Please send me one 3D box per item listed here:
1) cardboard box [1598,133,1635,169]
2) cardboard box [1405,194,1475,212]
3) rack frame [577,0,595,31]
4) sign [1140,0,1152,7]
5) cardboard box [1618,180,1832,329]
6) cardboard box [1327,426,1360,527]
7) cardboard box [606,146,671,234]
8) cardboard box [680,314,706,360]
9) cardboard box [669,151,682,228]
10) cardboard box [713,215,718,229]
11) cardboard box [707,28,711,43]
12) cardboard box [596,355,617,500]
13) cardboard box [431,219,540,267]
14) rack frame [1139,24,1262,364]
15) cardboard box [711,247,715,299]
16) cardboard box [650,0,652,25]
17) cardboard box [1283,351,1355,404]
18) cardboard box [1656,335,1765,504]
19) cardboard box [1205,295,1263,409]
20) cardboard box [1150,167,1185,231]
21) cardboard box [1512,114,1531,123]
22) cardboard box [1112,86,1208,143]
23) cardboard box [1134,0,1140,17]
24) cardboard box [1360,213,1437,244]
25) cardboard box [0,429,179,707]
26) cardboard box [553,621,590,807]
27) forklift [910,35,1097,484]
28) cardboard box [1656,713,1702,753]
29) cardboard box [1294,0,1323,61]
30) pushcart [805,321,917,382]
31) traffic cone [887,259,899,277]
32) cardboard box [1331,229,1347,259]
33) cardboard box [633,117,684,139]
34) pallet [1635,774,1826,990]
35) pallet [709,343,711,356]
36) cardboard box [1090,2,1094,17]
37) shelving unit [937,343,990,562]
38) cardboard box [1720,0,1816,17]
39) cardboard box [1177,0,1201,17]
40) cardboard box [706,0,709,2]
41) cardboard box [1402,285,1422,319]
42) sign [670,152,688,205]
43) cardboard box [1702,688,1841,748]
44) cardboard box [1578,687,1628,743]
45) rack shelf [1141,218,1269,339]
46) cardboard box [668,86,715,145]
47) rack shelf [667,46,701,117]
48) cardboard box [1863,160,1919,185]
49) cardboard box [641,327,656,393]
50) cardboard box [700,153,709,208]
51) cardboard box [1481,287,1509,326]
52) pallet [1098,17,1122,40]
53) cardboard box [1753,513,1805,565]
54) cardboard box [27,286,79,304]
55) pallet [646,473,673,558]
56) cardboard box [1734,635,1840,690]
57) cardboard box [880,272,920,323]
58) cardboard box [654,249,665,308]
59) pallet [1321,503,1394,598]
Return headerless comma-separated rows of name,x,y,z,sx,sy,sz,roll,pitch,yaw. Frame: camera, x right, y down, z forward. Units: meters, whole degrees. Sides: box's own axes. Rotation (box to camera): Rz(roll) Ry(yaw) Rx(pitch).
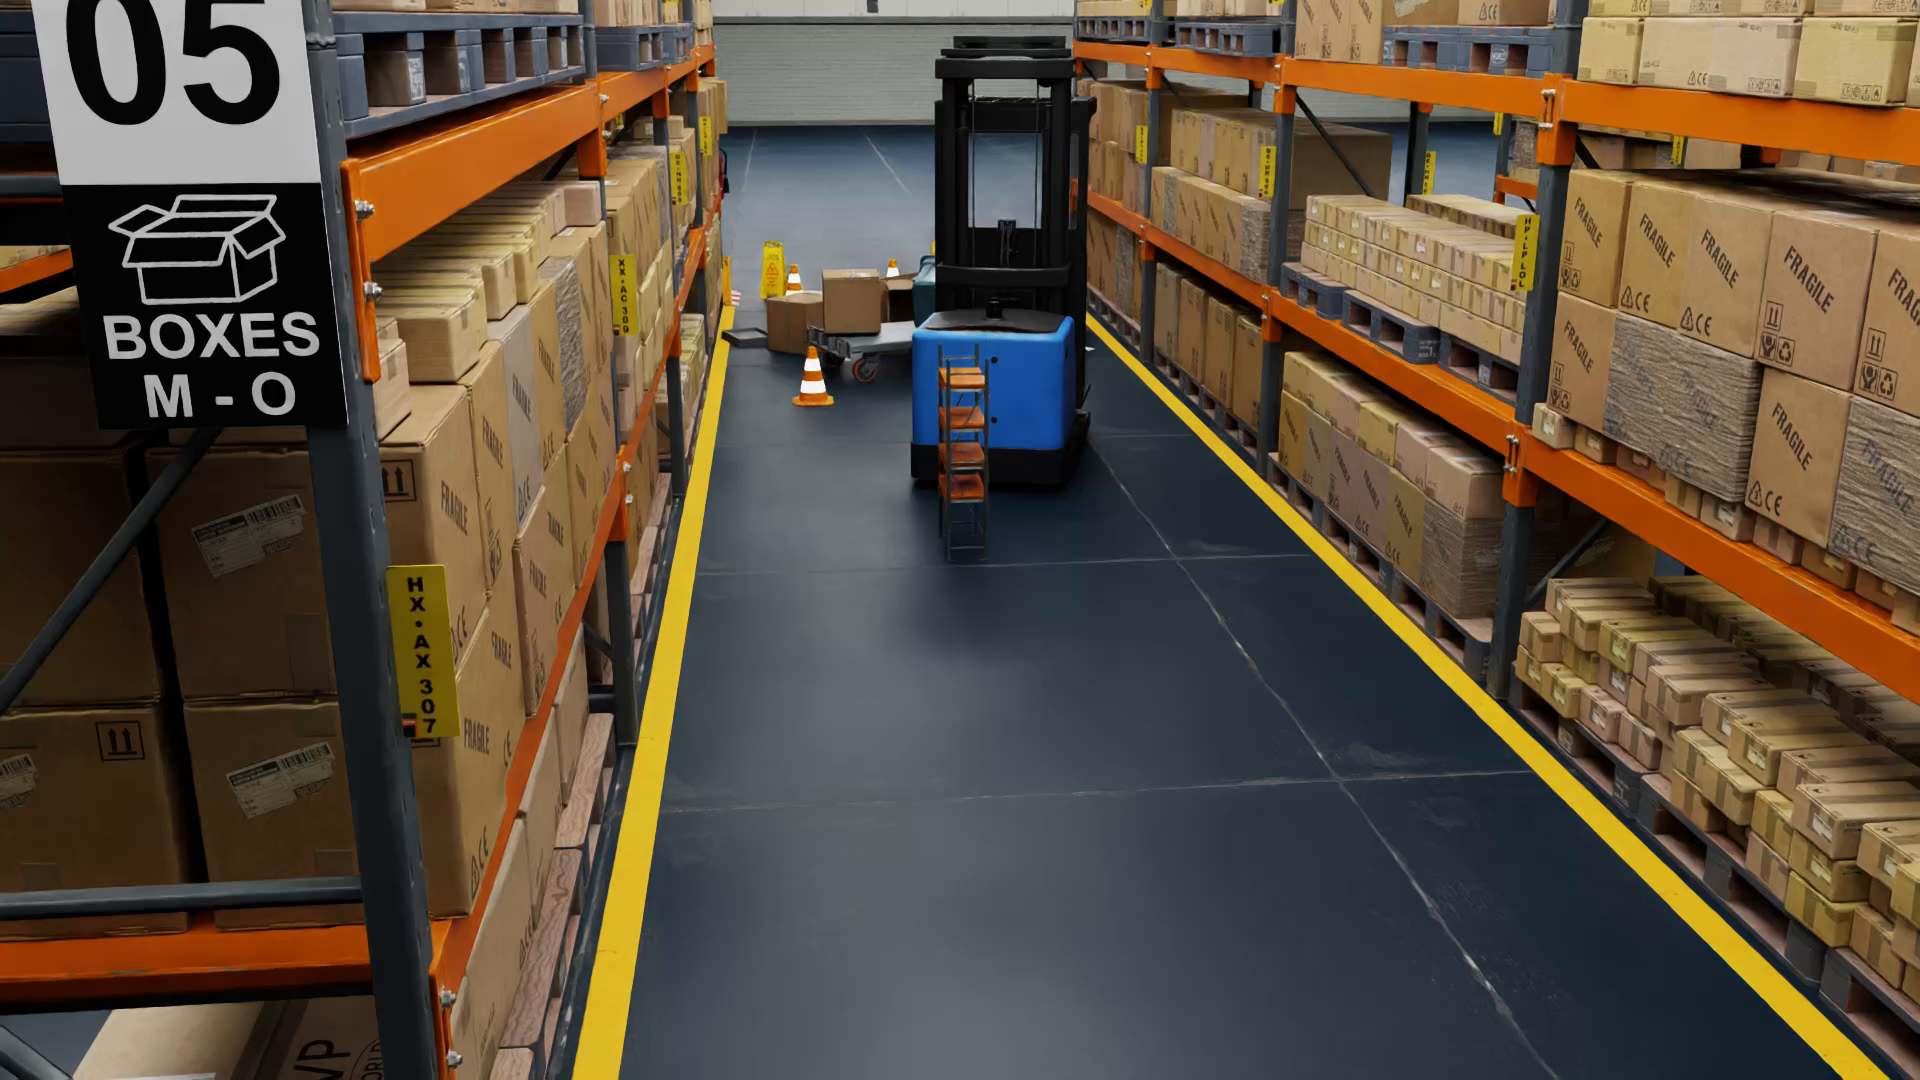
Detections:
cardboard box,6.961,-3.836,16.726,0.875,0.500,0.500,-2,18,-6
cardboard box,3.090,-2.133,10.687,0.380,0.149,0.250,-2,18,-8
rack frame,-1.917,-3.388,5.944,1.000,3.000,0.127,-2,18,-6
sign,1.619,-4.790,14.423,0.100,0.325,0.005,-2,18,-6
cardboard box,2.869,-1.079,6.274,0.500,0.500,0.500,-2,18,-7
cardboard box,2.515,-0.387,9.873,0.500,0.500,0.500,-2,18,-7
cardboard box,-2.017,-2.096,10.009,0.500,0.500,0.500,-2,18,-7
cardboard box,-2.686,-1.699,14.268,0.950,0.372,0.625,-2,17,-5
cardboard box,-2.207,-2.403,11.460,0.500,0.500,0.500,-1,17,-3
cardboard box,-2.686,-3.243,17.055,0.380,0.149,0.250,-1,17,-5
cardboard box,-2.782,-5.241,17.275,0.380,0.149,0.250,-2,18,-5
cardboard box,-1.615,-0.443,6.413,0.500,0.500,0.500,-2,18,-5
cardboard box,-1.500,-0.895,5.100,0.380,0.149,0.250,-2,18,-7
rack frame,2.171,-3.092,15.017,1.000,3.000,0.127,-2,18,-6
cardboard box,-2.602,-2.498,15.764,0.500,0.500,0.500,-1,17,-3
cardboard box,-1.840,-2.885,8.874,0.396,0.266,0.258,-2,18,-7
cardboard box,2.413,-1.053,10.742,0.500,0.250,0.500,-3,18,-8
cardboard box,2.870,-0.444,5.921,0.500,0.500,0.500,-2,18,-7
cardboard box,2.516,-1.472,12.912,1.050,0.750,0.750,-2,17,-5
cardboard box,1.957,-2.975,14.477,0.500,0.500,0.500,-2,17,-5
cardboard box,6.488,-4.901,18.448,0.500,0.500,0.500,-2,18,-6
cardboard box,2.013,-4.273,16.725,0.875,0.550,0.500,-2,18,-6
cardboard box,1.789,-4.825,15.081,0.380,0.149,0.250,-1,17,-5
cardboard box,2.546,-1.808,9.653,0.380,0.149,0.250,-1,17,-3
cardboard box,-1.791,0.005,3.316,0.500,0.500,0.500,-1,17,-4
cardboard box,-1.959,0.687,6.557,0.875,0.438,0.875,-2,18,-6
forklift,0.403,-2.168,12.190,1.130,2.935,3.031,3,18,8
cardboard box,2.921,0.735,6.391,0.380,0.149,0.250,-1,17,-3
cardboard box,2.377,-3.201,10.189,0.500,0.500,0.500,-2,18,-6
pushcart,-0.480,-1.743,15.099,1.648,0.377,0.936,-8,19,-25
traffic cone,-0.759,-2.937,18.761,0.336,0.463,0.334,-2,18,-6
cardboard box,2.494,-1.812,10.163,0.380,0.149,0.250,-2,18,-7
cardboard box,-2.335,-3.192,12.888,0.380,0.149,0.250,-3,18,-8
pallet,3.229,1.185,6.049,1.003,0.211,1.213,-2,18,-6
pallet,-2.847,-1.777,15.486,1.003,0.211,1.213,-2,18,-6
cardboard box,1.553,-5.505,17.247,0.380,0.149,0.250,-2,18,-5
shelving unit,0.017,-0.523,9.840,0.258,1.200,0.503,-2,18,-6
cardboard box,2.892,-1.857,5.491,0.500,0.250,0.500,-1,17,-5
cardboard box,1.985,-4.519,13.913,0.258,0.266,0.396,-2,18,-7
cardboard box,-2.827,-5.701,17.407,0.380,0.149,0.250,-2,18,-5
cardboard box,2.620,-1.289,8.994,0.380,0.149,0.250,-1,17,-3
sign,-1.778,-2.288,10.523,0.100,0.325,0.005,-2,18,-6
cardboard box,2.975,0.668,6.106,0.380,0.149,0.250,-3,18,-8
cardboard box,2.819,0.722,6.929,0.380,0.149,0.250,-2,18,-6
rack shelf,2.377,-2.153,13.227,1.077,0.370,4.000,-2,18,-6
cardboard box,-2.603,-3.866,15.151,0.700,0.500,0.500,-2,18,-5
rack shelf,-2.536,-3.401,12.195,1.077,0.370,4.000,-2,18,-6
cardboard box,7.275,-2.594,12.564,0.700,0.500,0.500,1,17,3
cardboard box,-1.792,-0.900,8.287,0.500,0.250,0.500,-2,18,-6
cardboard box,-2.511,-3.238,14.820,0.500,0.500,0.500,-2,18,-6
cardboard box,2.730,-1.122,7.964,0.380,0.149,0.250,-2,18,-5
pallet,1.974,-5.087,16.514,1.003,0.211,1.213,-2,18,-6
cardboard box,2.957,-0.025,5.667,0.380,0.149,0.250,-1,17,-4
cardboard box,-1.887,-0.494,3.824,0.380,0.149,0.250,-1,17,-4
pallet,-2.324,-0.149,10.301,1.003,0.211,1.213,-2,18,-6
cardboard box,3.339,0.494,6.660,0.380,0.149,0.250,-1,17,-4
cardboard box,-0.456,-2.464,17.187,0.637,0.503,0.797,16,24,42
cardboard box,-1.898,-1.443,9.181,0.500,0.250,0.500,-2,18,-7
pallet,2.785,0.026,9.742,1.003,0.211,1.213,-2,18,-6
